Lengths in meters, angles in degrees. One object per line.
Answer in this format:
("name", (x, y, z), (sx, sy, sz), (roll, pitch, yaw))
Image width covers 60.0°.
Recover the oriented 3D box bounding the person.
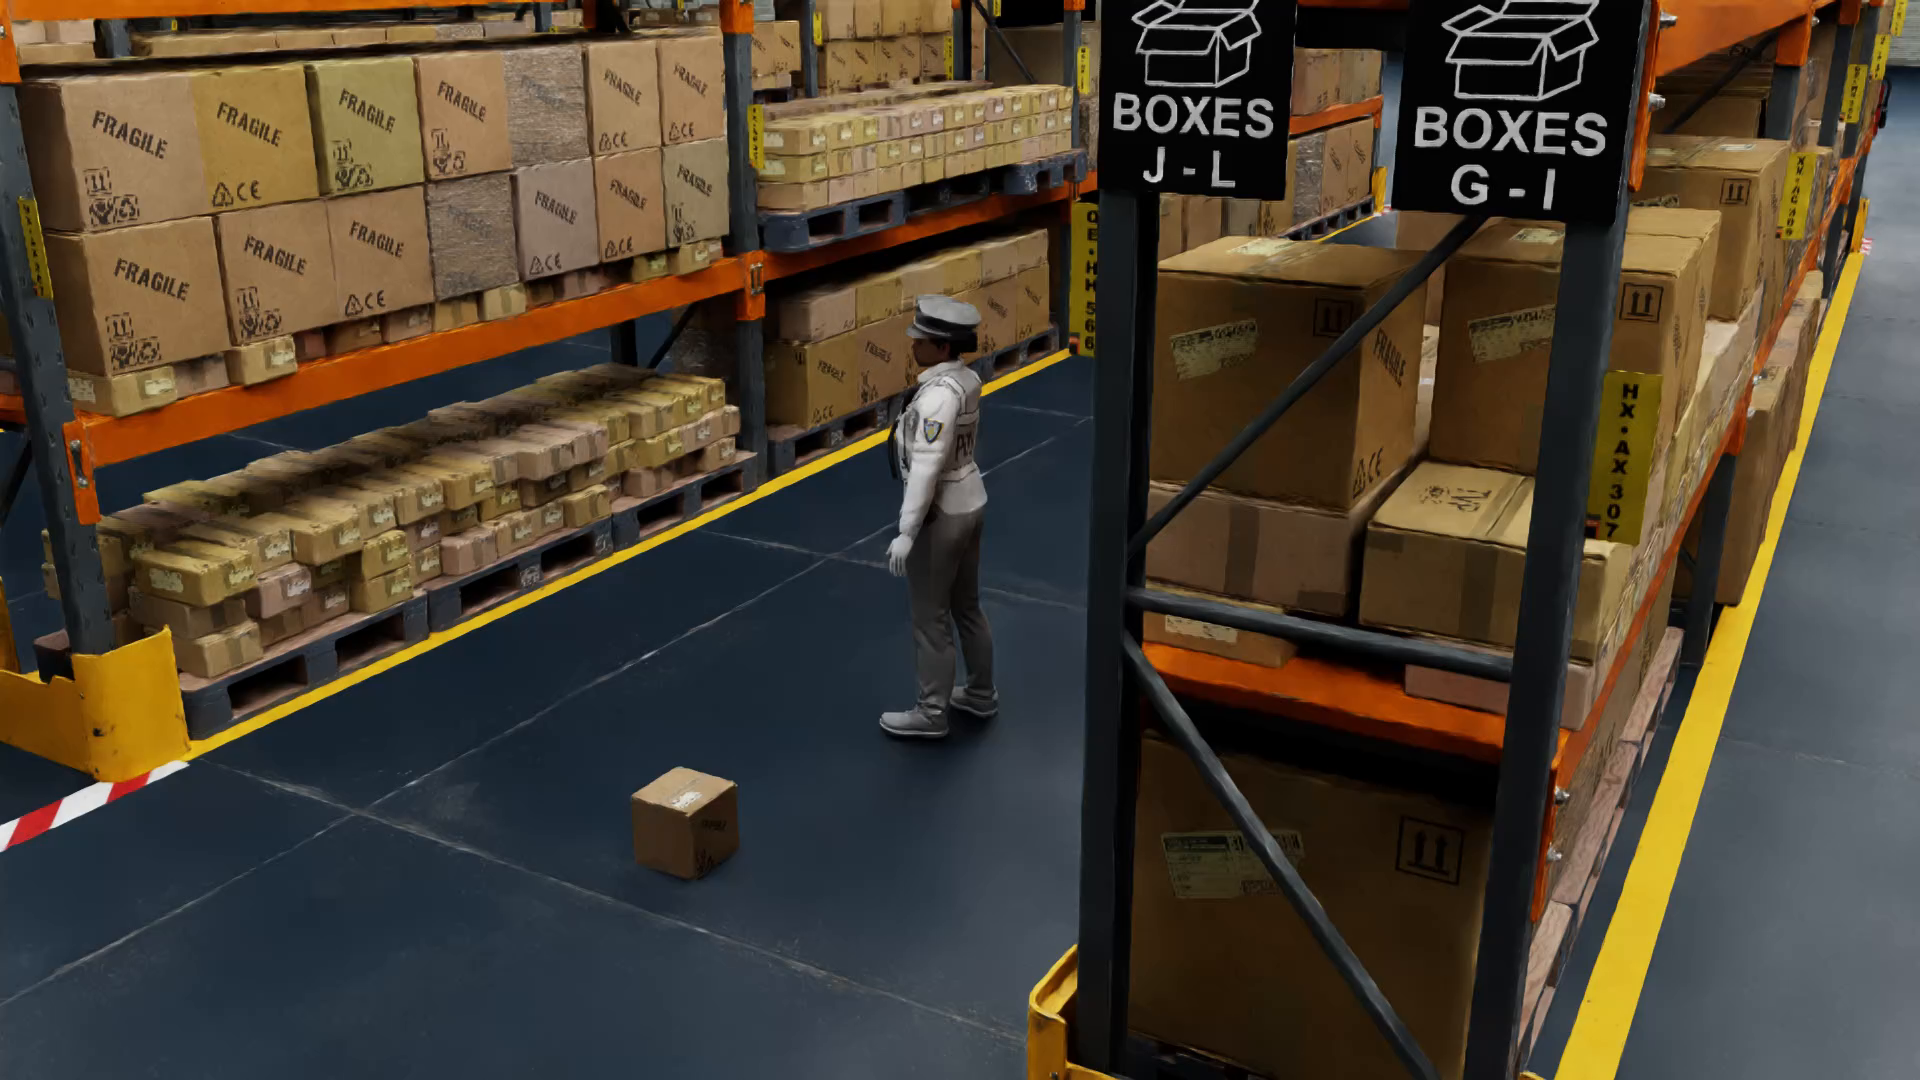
("person", (-0.089, -0.069, 6.181), (0.419, 1.684, 0.596), (6, 20, 15))
